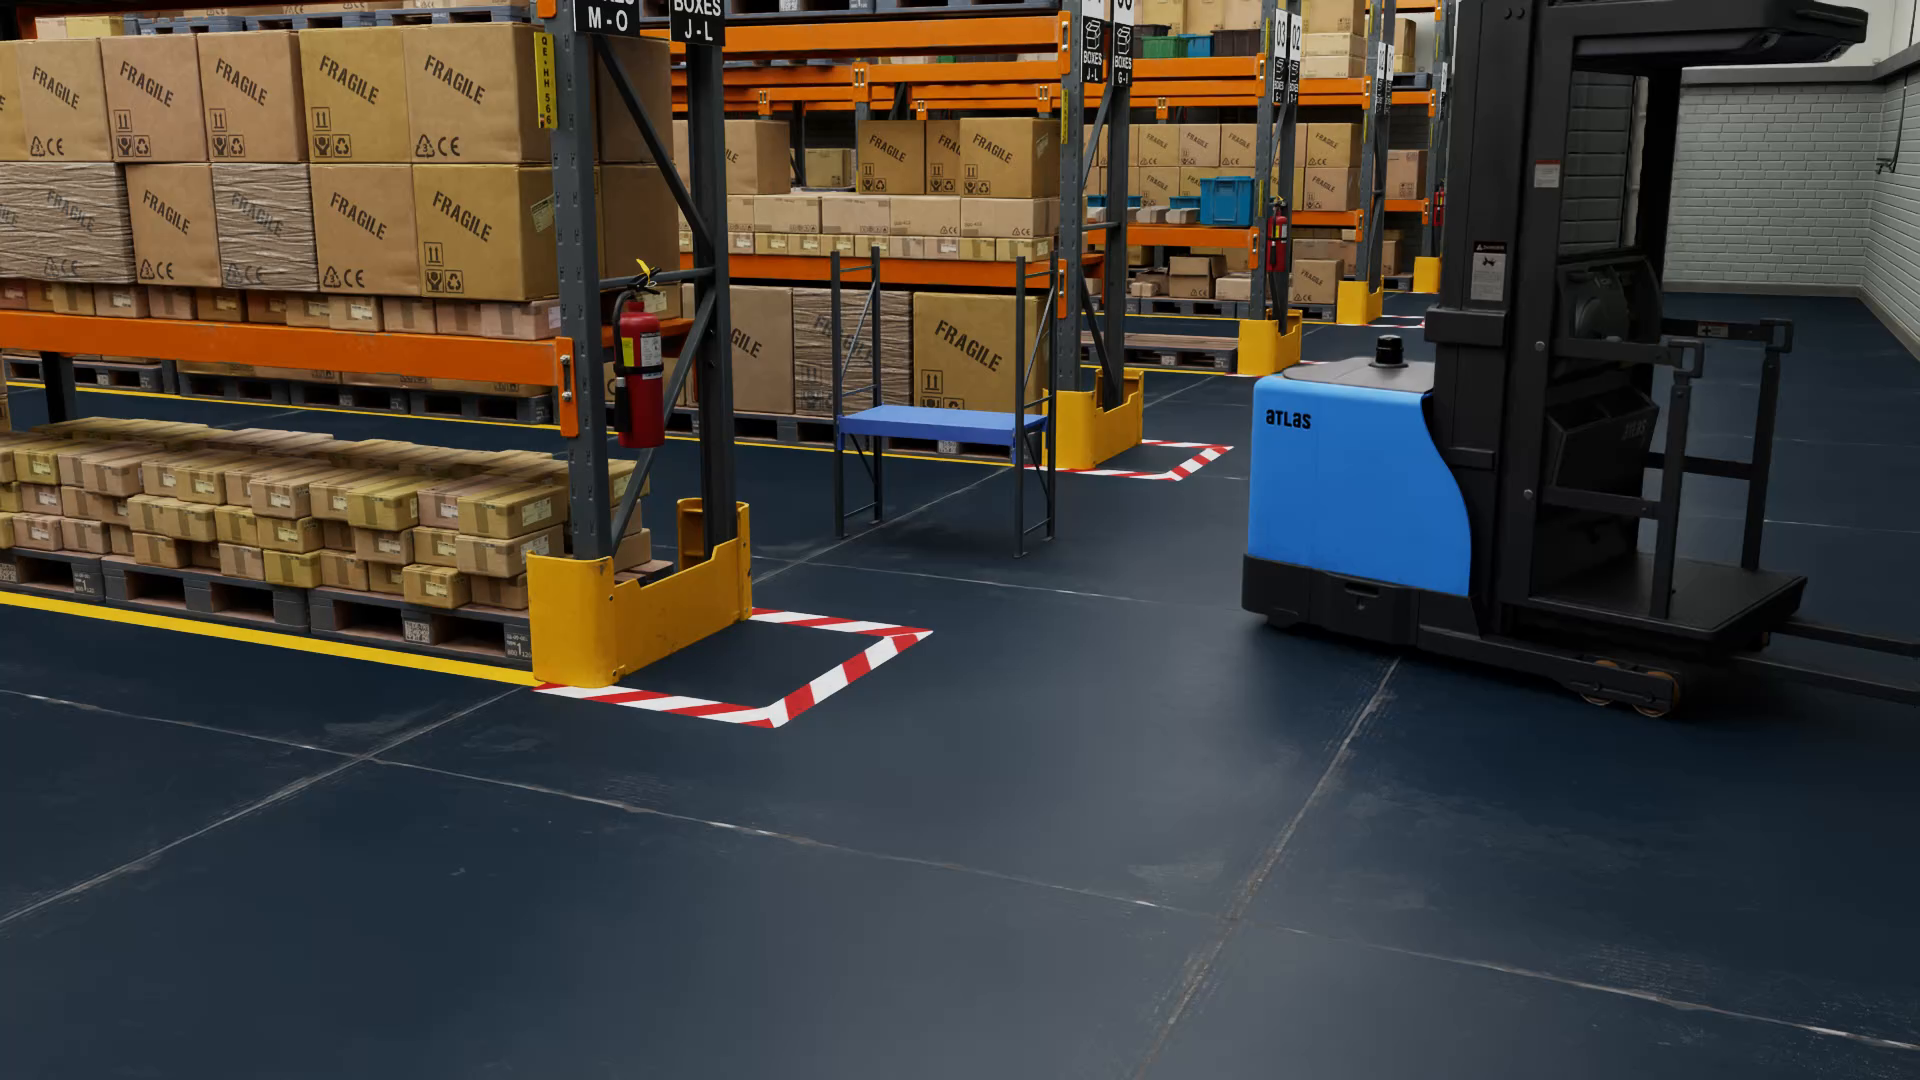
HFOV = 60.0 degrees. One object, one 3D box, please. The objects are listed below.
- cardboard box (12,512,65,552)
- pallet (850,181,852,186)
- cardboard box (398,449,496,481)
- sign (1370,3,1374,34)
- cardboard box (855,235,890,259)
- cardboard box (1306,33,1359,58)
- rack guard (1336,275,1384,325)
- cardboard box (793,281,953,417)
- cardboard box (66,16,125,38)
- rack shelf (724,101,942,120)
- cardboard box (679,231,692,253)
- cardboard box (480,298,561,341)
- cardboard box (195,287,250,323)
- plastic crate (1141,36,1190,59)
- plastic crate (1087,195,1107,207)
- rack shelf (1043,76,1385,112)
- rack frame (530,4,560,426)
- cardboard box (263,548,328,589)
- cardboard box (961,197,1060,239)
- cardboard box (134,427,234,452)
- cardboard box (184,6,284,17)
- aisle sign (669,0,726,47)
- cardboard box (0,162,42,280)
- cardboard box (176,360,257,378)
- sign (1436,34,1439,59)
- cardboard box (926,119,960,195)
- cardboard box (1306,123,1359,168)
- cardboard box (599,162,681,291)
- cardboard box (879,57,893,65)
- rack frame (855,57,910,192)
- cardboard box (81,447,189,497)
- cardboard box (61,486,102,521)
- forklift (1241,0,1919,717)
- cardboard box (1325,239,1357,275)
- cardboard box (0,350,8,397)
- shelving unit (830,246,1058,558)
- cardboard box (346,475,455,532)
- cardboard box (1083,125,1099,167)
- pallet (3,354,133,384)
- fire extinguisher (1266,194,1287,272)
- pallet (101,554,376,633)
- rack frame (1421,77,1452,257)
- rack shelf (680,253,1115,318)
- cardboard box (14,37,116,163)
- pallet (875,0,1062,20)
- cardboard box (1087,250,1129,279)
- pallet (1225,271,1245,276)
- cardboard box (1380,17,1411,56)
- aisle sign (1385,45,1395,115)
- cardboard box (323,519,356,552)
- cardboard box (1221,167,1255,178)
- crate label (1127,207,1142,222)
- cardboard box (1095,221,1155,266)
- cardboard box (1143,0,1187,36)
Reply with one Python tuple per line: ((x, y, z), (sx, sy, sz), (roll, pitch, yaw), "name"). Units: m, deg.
((-4.182, -0.068, 7.801), (0.250, 0.149, 0.380), (6, 14, 23), "cardboard box")
((-1.109, -5.840, 27.497), (1.003, 0.211, 1.213), (6, 14, 23), "pallet")
((-2.301, -0.301, 7.490), (0.250, 0.149, 0.380), (5, 14, 20), "cardboard box")
((4.654, -5.892, 18.794), (0.005, 0.325, 0.100), (6, 14, 23), "sign")
((-0.512, -1.982, 11.185), (0.250, 0.149, 0.380), (5, 14, 22), "cardboard box")
((4.325, -5.740, 19.317), (0.500, 0.250, 0.500), (6, 14, 23), "cardboard box")
((4.828, -2.905, 20.039), (0.348, 0.500, 1.175), (6, 14, 23), "rack guard")
((-0.568, -1.343, 11.642), (0.875, 0.875, 0.875), (6, 14, 23), "cardboard box")
((-6.967, -4.166, 13.705), (0.500, 0.250, 0.500), (6, 14, 23), "cardboard box")
((-2.242, -7.185, 27.817), (4.000, 0.370, 1.077), (6, 14, 23), "rack shelf")
((-1.917, -2.124, 11.791), (0.250, 0.149, 0.380), (5, 14, 22), "cardboard box")
((-1.632, -0.868, 6.438), (0.250, 0.149, 0.380), (6, 14, 23), "cardboard box")
((-3.024, -1.027, 7.114), (0.250, 0.149, 0.380), (6, 15, 24), "cardboard box")
((1.870, -4.469, 15.132), (0.336, 0.188, 0.450), (6, 14, 23), "plastic crate")
((1.317, -3.269, 16.356), (0.300, 0.233, 0.416), (6, 14, 23), "plastic crate")
((3.069, -5.410, 20.252), (4.000, 0.370, 1.077), (6, 14, 23), "rack shelf")
((-2.775, -2.416, 12.485), (0.127, 3.000, 1.000), (6, 14, 23), "rack frame")
((-2.758, 0.083, 7.154), (0.250, 0.149, 0.380), (5, 14, 21), "cardboard box")
((0.331, -2.107, 10.845), (0.500, 0.250, 0.500), (6, 14, 22), "cardboard box")
((-3.760, -0.440, 8.082), (0.250, 0.149, 0.380), (6, 15, 25), "cardboard box")
((-5.846, -4.460, 13.483), (0.637, 0.503, 0.797), (7, 15, 27), "cardboard box")
((-1.031, -2.341, 6.473), (0.004, 0.787, 0.394), (6, 14, 23), "aisle sign")
((-4.071, -1.440, 7.456), (0.500, 0.500, 0.500), (6, 14, 23), "cardboard box")
((-5.810, -1.888, 13.966), (0.875, 0.875, 1.225), (5, 14, 21), "cardboard box")
((6.668, -6.890, 23.222), (0.005, 0.325, 0.100), (6, 14, 23), "sign")
((0.095, -2.630, 11.431), (0.500, 0.500, 0.500), (5, 14, 22), "cardboard box")
((4.379, -4.634, 19.529), (0.500, 0.500, 0.500), (6, 14, 23), "cardboard box")
((-1.518, -1.312, 6.910), (0.500, 0.500, 0.500), (7, 15, 26), "cardboard box")
((-1.063, -6.235, 21.976), (0.500, 0.500, 0.910), (6, 14, 23), "cardboard box")
((-0.769, -3.450, 16.893), (0.127, 3.000, 1.000), (6, 14, 23), "rack frame")
((-3.719, -0.309, 7.526), (0.250, 0.149, 0.380), (6, 15, 24), "cardboard box")
((-3.924, -0.205, 7.732), (0.250, 0.149, 0.380), (5, 14, 20), "cardboard box")
((2.649, -0.920, 6.260), (3.031, 2.935, 1.130), (12, 18, 41), "forklift")
((5.763, -4.227, 24.756), (0.500, 0.500, 0.700), (6, 14, 23), "cardboard box")
((-5.445, -0.865, 8.788), (0.500, 0.250, 0.500), (5, 14, 21), "cardboard box")
((-0.078, -0.738, 8.617), (1.048, 1.500, 0.538), (6, 14, 23), "shelving unit")
((-2.301, -0.154, 6.864), (0.250, 0.149, 0.380), (5, 14, 22), "cardboard box")
((1.557, -4.918, 20.739), (0.500, 0.500, 0.500), (6, 15, 25), "cardboard box")
((-8.258, -1.614, 15.172), (1.213, 0.211, 1.003), (6, 14, 23), "pallet")
((2.842, -2.752, 14.903), (0.183, 0.674, 0.296), (6, 14, 23), "fire extinguisher")
((-3.129, 0.136, 7.715), (1.213, 0.211, 1.003), (6, 14, 23), "pallet")
((6.901, -5.150, 24.134), (0.127, 3.000, 1.000), (6, 14, 23), "rack frame")
((-0.947, -1.881, 11.778), (4.000, 0.370, 1.077), (6, 14, 23), "rack shelf")
((-3.635, -1.879, 7.138), (0.500, 0.500, 0.500), (6, 14, 24), "cardboard box")
((0.199, -3.529, 10.858), (1.213, 0.211, 1.003), (6, 14, 23), "pallet")
((1.876, -3.488, 21.564), (0.500, 0.500, 0.500), (6, 14, 23), "cardboard box")
((3.907, -4.075, 25.661), (1.213, 0.211, 1.003), (6, 14, 23), "pallet")
((6.121, -7.166, 23.710), (0.500, 0.500, 0.500), (6, 14, 23), "cardboard box")
((5.079, -5.435, 19.661), (0.004, 0.787, 0.394), (6, 14, 23), "aisle sign")
((-2.498, -0.064, 7.131), (0.250, 0.149, 0.380), (6, 14, 23), "cardboard box")
((3.448, -4.242, 20.050), (0.500, 0.500, 0.500), (6, 14, 24), "cardboard box")
((1.545, -3.069, 15.715), (0.243, 0.136, 0.396), (6, 14, 23), "crate label")
((2.596, -4.711, 26.050), (0.750, 0.750, 0.750), (6, 14, 24), "cardboard box")
((2.560, -6.323, 20.160), (0.500, 0.500, 0.700), (6, 14, 23), "cardboard box")
